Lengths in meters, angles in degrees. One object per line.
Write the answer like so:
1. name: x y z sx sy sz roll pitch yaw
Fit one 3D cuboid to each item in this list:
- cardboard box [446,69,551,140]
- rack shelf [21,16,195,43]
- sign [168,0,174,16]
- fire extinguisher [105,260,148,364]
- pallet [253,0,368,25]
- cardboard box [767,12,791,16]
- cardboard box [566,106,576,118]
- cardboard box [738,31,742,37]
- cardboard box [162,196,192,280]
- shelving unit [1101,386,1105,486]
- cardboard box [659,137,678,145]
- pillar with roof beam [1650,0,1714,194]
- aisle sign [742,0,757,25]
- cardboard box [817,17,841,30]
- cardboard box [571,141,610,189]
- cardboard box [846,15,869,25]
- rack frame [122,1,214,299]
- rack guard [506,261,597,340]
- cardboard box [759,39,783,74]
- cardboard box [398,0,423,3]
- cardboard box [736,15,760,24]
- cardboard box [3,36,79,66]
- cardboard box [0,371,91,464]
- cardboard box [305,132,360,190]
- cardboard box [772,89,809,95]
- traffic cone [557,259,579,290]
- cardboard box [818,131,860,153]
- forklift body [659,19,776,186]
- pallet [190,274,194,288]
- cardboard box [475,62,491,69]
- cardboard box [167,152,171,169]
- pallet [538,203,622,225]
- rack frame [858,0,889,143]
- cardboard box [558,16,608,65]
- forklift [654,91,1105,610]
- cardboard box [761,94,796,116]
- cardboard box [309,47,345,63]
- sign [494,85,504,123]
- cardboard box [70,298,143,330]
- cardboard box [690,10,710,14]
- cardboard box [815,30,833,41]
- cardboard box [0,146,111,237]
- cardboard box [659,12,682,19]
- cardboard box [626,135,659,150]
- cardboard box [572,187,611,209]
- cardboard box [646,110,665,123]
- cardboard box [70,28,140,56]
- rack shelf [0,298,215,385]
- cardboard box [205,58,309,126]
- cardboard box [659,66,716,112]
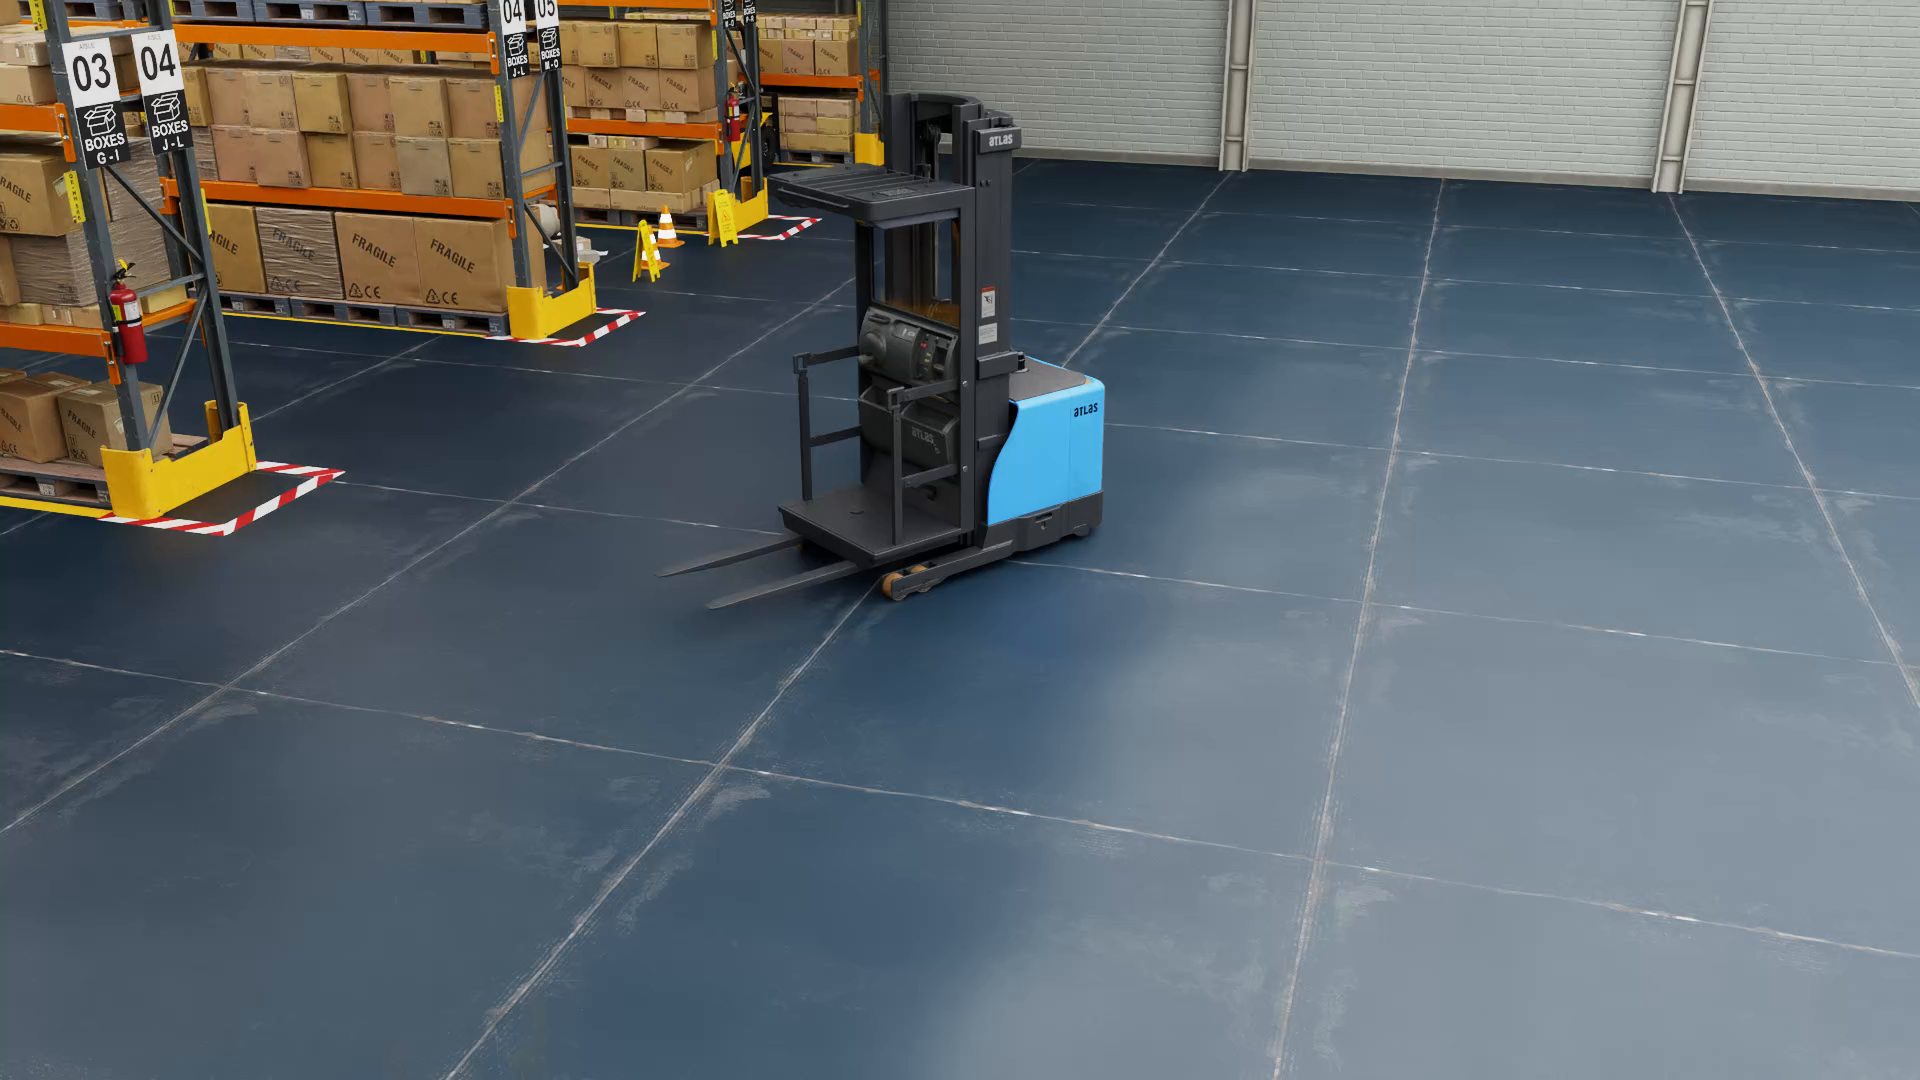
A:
1. cardboard box: -4.385 -4.158 15.834 0.550 0.550 0.875 7 23 16
2. rack shelf: -9.785 -5.247 17.105 4.000 0.370 1.077 7 23 16
3. sign: -5.414 -3.733 11.313 0.005 0.325 0.100 7 23 16
4. fire extinguisher: -5.594 -1.528 11.144 0.183 0.674 0.296 7 23 16
5. pallet: -5.926 -5.092 15.895 1.213 0.211 1.003 7 23 16
6. cardboard box: -2.750 -7.928 25.267 0.250 0.149 0.380 6 23 14
7. cardboard box: -4.857 -5.354 20.701 0.250 0.149 0.380 6 23 15
8. cardboard box: -3.138 -7.622 24.913 0.250 0.149 0.380 6 23 15
9. cardboard box: -8.490 -3.162 17.437 0.750 0.750 1.050 6 23 15
10. shelving unit: 0.846 -0.650 11.670 0.258 0.900 0.210 -15 27 -33
11. cardboard box: -3.925 -4.860 21.248 0.500 0.500 0.500 6 23 14
12. pillar with roof beam: 8.561 -7.448 17.569 0.400 9.000 9.100 7 23 16
13. aisle sign: -2.559 -6.653 20.110 0.004 0.787 0.394 7 23 16
14. cardboard box: -1.926 -7.610 24.492 0.250 0.149 0.380 7 23 16
15. cardboard box: -4.532 -4.720 20.906 0.500 0.500 0.500 6 23 14
16. cardboard box: -1.537 -7.746 24.824 0.250 0.149 0.380 6 23 14
17. rack frame: -7.870 -3.973 17.003 0.127 3.000 1.000 7 23 16
18. rack guard: -4.018 -2.375 16.402 0.348 0.500 1.175 7 23 16
19. cardboard box: -2.809 -7.269 24.907 0.500 0.500 0.500 6 23 14
20. cardboard box: -4.944 -5.016 15.239 0.250 0.149 0.380 7 23 16
21. cardboard box: -3.151 -7.761 24.858 0.250 0.149 0.380 7 23 16
22. cardboard box: -5.926 -3.163 10.749 0.250 0.149 0.380 7 23 16
23. cardboard box: -6.745 -0.909 12.274 0.500 0.500 0.500 13 26 29
24. cardboard box: -5.961 -3.831 16.458 0.500 0.550 0.875 7 23 16
25. cardboard box: -2.638 -6.766 25.565 0.500 0.250 0.500 6 23 15
26. traffic cone: -4.139 -2.935 17.815 0.334 0.463 0.336 7 23 16
27. cardboard box: -1.818 -6.007 25.031 0.500 0.250 0.500 7 23 16
28. forklift body: -3.620 -6.300 23.795 1.214 2.155 2.313 7 23 16
29. pallet: -8.631 -2.740 17.672 1.213 0.211 1.003 7 23 16
30. cardboard box: -5.709 -5.770 20.861 0.500 0.500 0.500 6 23 15
31. cardboard box: -8.296 -4.175 17.363 0.500 0.500 0.500 7 23 16
32. pallet: -4.712 -4.299 21.471 1.213 0.211 1.003 7 23 16
33. rack frame: -1.277 -7.148 24.743 0.127 3.000 1.000 7 23 16
34. cardboard box: -4.697 -6.149 20.467 0.500 0.500 0.700 6 23 15
35. forklift: -0.491 -1.206 10.347 3.031 2.935 1.130 -17 28 -36
36. cardboard box: -2.785 -6.575 25.100 0.500 0.250 0.500 7 23 16
37. cardboard box: -8.013 -6.241 21.454 0.500 0.500 0.500 7 23 17
38. sign: -4.211 -3.984 15.192 0.005 0.325 0.100 7 23 16
39. cardboard box: -5.903 -1.583 11.509 0.250 0.149 0.380 7 23 16
40. cardboard box: -3.971 -8.074 25.622 0.250 0.149 0.380 6 23 14
41. cardboard box: -1.943 -7.448 24.488 0.250 0.149 0.380 7 23 16
42. cardboard box: -6.168 -2.360 11.231 0.500 0.500 0.500 7 23 16
43. cardboard box: -4.364 -7.907 25.216 0.250 0.149 0.380 6 23 15
44. cardboard box: -3.921 -4.922 20.544 0.250 0.149 0.380 7 23 17
45. cardboard box: -4.555 -4.372 21.046 0.500 0.250 0.500 6 23 14
46. cardboard box: -3.641 -5.214 20.361 0.250 0.149 0.380 6 23 15
47. cardboard box: -5.767 -3.360 11.230 0.250 0.149 0.380 6 23 15
48. rack shelf: -7.485 -1.630 12.239 4.000 0.370 1.077 7 23 16
49. cardboard box: -6.967 -4.471 16.597 0.550 0.550 0.875 7 23 16
50. cardboard box: -3.307 -5.487 20.171 0.500 0.500 0.500 6 23 15
